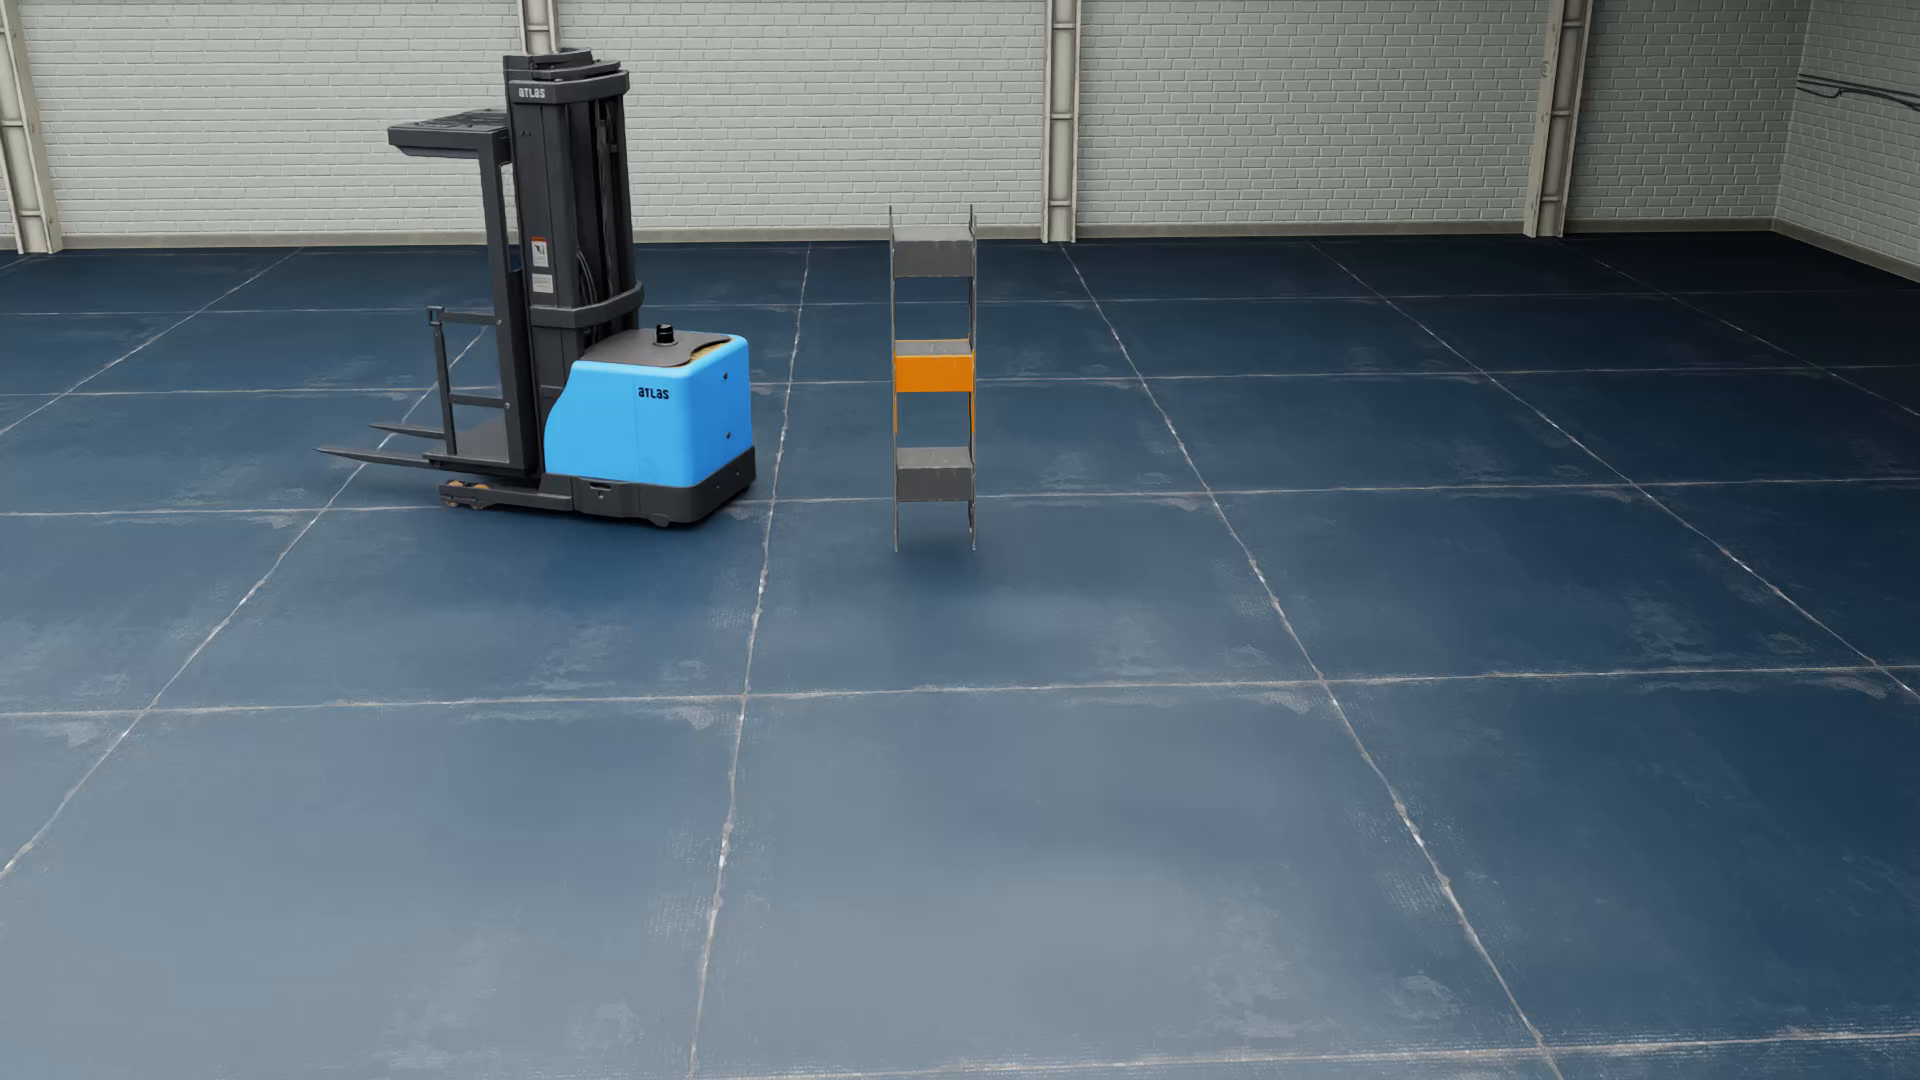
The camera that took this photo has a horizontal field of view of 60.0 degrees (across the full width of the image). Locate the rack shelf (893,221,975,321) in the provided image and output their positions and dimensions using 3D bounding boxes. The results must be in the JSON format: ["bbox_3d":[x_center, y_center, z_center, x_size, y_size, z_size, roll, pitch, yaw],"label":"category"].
[{"bbox_3d":[-0.165,-1.619,9.994,0.480,0.518,0.431,-1,21,-3],"label":"rack shelf"}]

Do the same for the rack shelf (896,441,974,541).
[{"bbox_3d":[-0.165,-0.311,10.492,0.480,0.518,0.431,-1,21,-3],"label":"rack shelf"}]

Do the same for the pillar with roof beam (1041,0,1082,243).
[{"bbox_3d":[1.436,-6.315,14.561,0.400,9.000,9.100,-1,21,-3],"label":"pillar with roof beam"}]

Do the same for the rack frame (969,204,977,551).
[{"bbox_3d":[0.078,-0.983,10.252,0.015,2.100,0.400,-1,21,-3],"label":"rack frame"}]

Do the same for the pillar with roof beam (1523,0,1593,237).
[{"bbox_3d":[7.426,-6.437,14.881,0.400,9.000,9.100,-1,21,-3],"label":"pillar with roof beam"}]

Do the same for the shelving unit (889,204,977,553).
[{"bbox_3d":[-0.165,-0.978,10.239,0.503,2.100,0.431,-1,21,-3],"label":"shelving unit"}]

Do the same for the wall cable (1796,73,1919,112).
[{"bbox_3d":[10.197,-6.105,18.373,0.112,2.526,3.097,-1,21,-3],"label":"wall cable"}]

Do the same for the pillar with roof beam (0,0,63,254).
[{"bbox_3d":[-10.545,-6.071,13.920,0.400,9.000,9.100,-1,21,-3],"label":"pillar with roof beam"}]

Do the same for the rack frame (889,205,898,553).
[{"bbox_3d":[-0.409,-0.973,10.226,0.015,2.100,0.400,-1,21,-3],"label":"rack frame"}]

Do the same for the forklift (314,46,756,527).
[{"bbox_3d":[-2.991,-1.746,11.088,3.031,2.935,1.130,7,22,17],"label":"forklift"}]

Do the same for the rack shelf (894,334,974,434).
[{"bbox_3d":[-0.165,-0.965,10.243,0.480,0.518,0.431,-1,21,-3],"label":"rack shelf"}]

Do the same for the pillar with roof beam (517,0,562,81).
[{"bbox_3d":[-4.555,-6.193,14.241,0.400,9.000,9.100,-1,21,-3],"label":"pillar with roof beam"}]
